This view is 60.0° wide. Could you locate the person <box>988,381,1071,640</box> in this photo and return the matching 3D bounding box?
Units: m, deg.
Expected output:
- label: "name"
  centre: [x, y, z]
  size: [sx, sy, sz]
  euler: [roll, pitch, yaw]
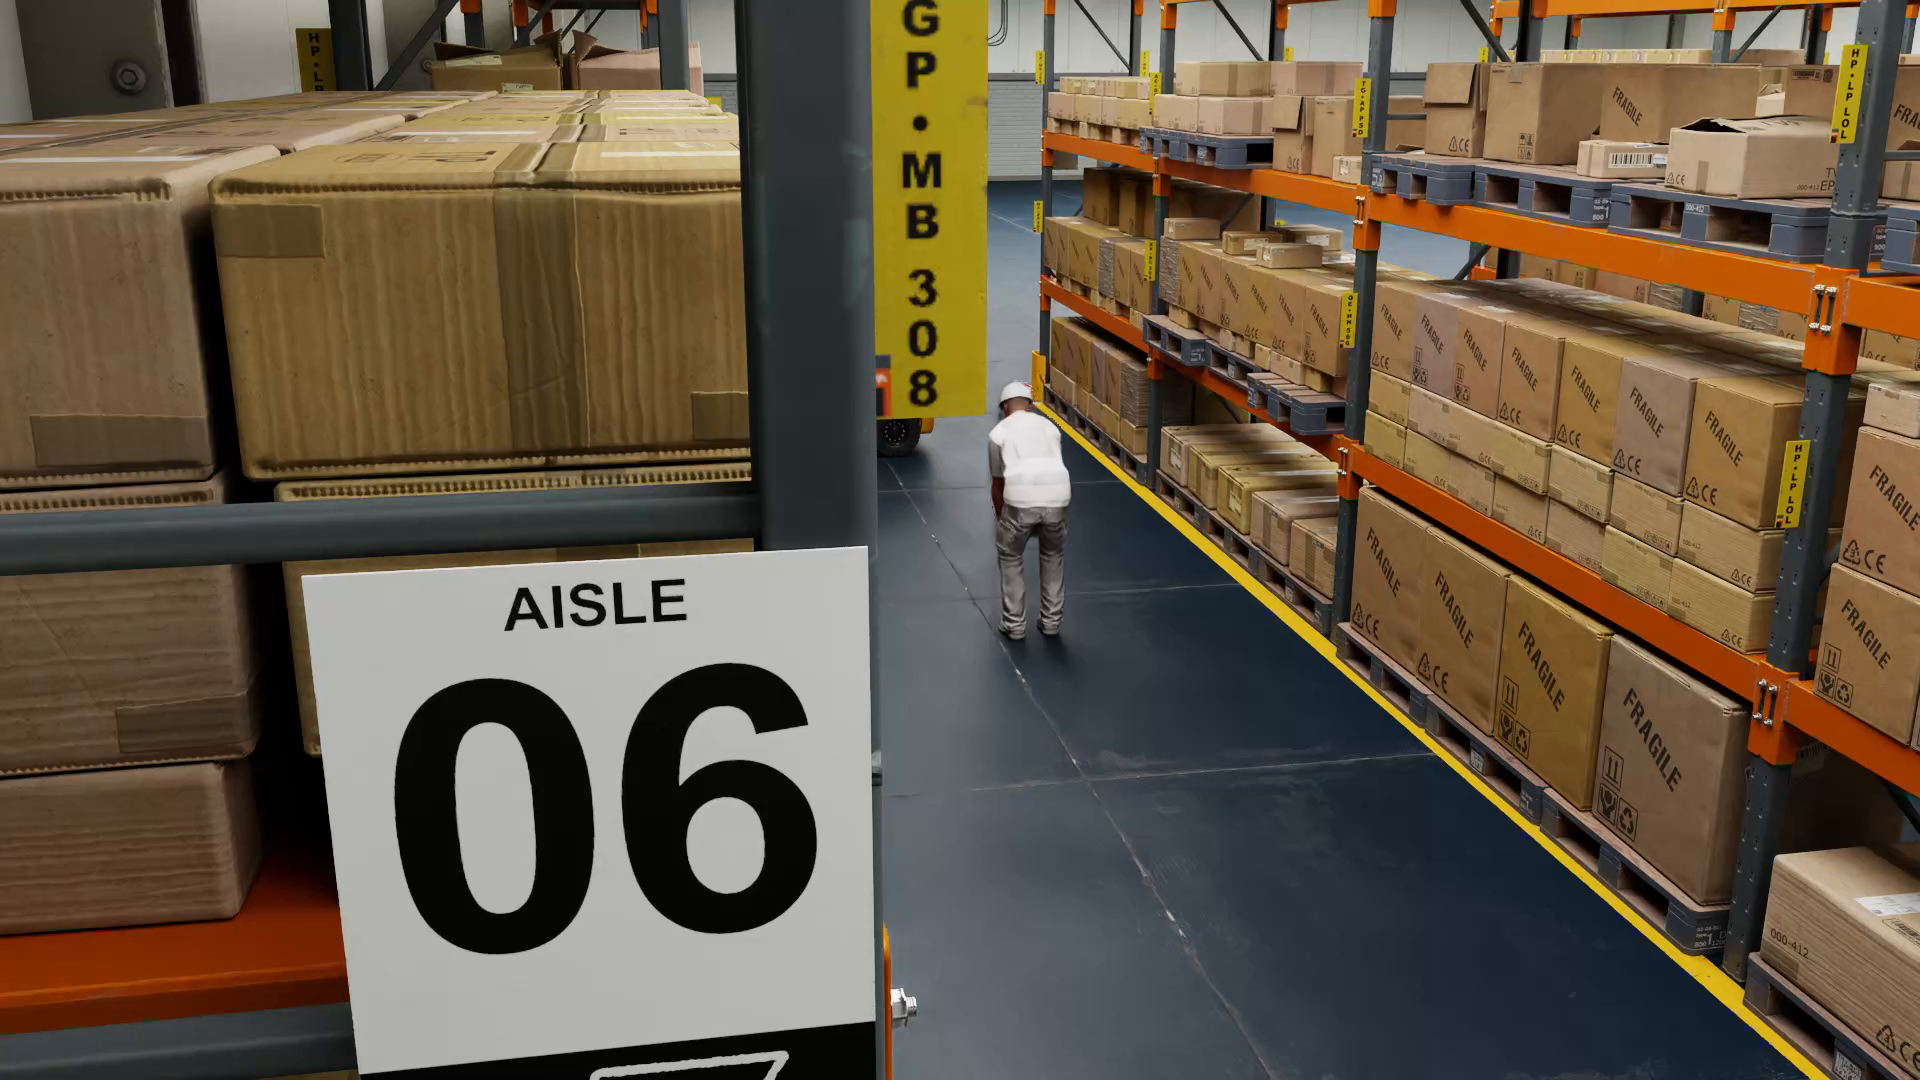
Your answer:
- label: "person"
  centre: [0.419, -0.195, 10.594]
  size: [0.471, 1.544, 0.823]
  euler: [-3, 17, -12]
